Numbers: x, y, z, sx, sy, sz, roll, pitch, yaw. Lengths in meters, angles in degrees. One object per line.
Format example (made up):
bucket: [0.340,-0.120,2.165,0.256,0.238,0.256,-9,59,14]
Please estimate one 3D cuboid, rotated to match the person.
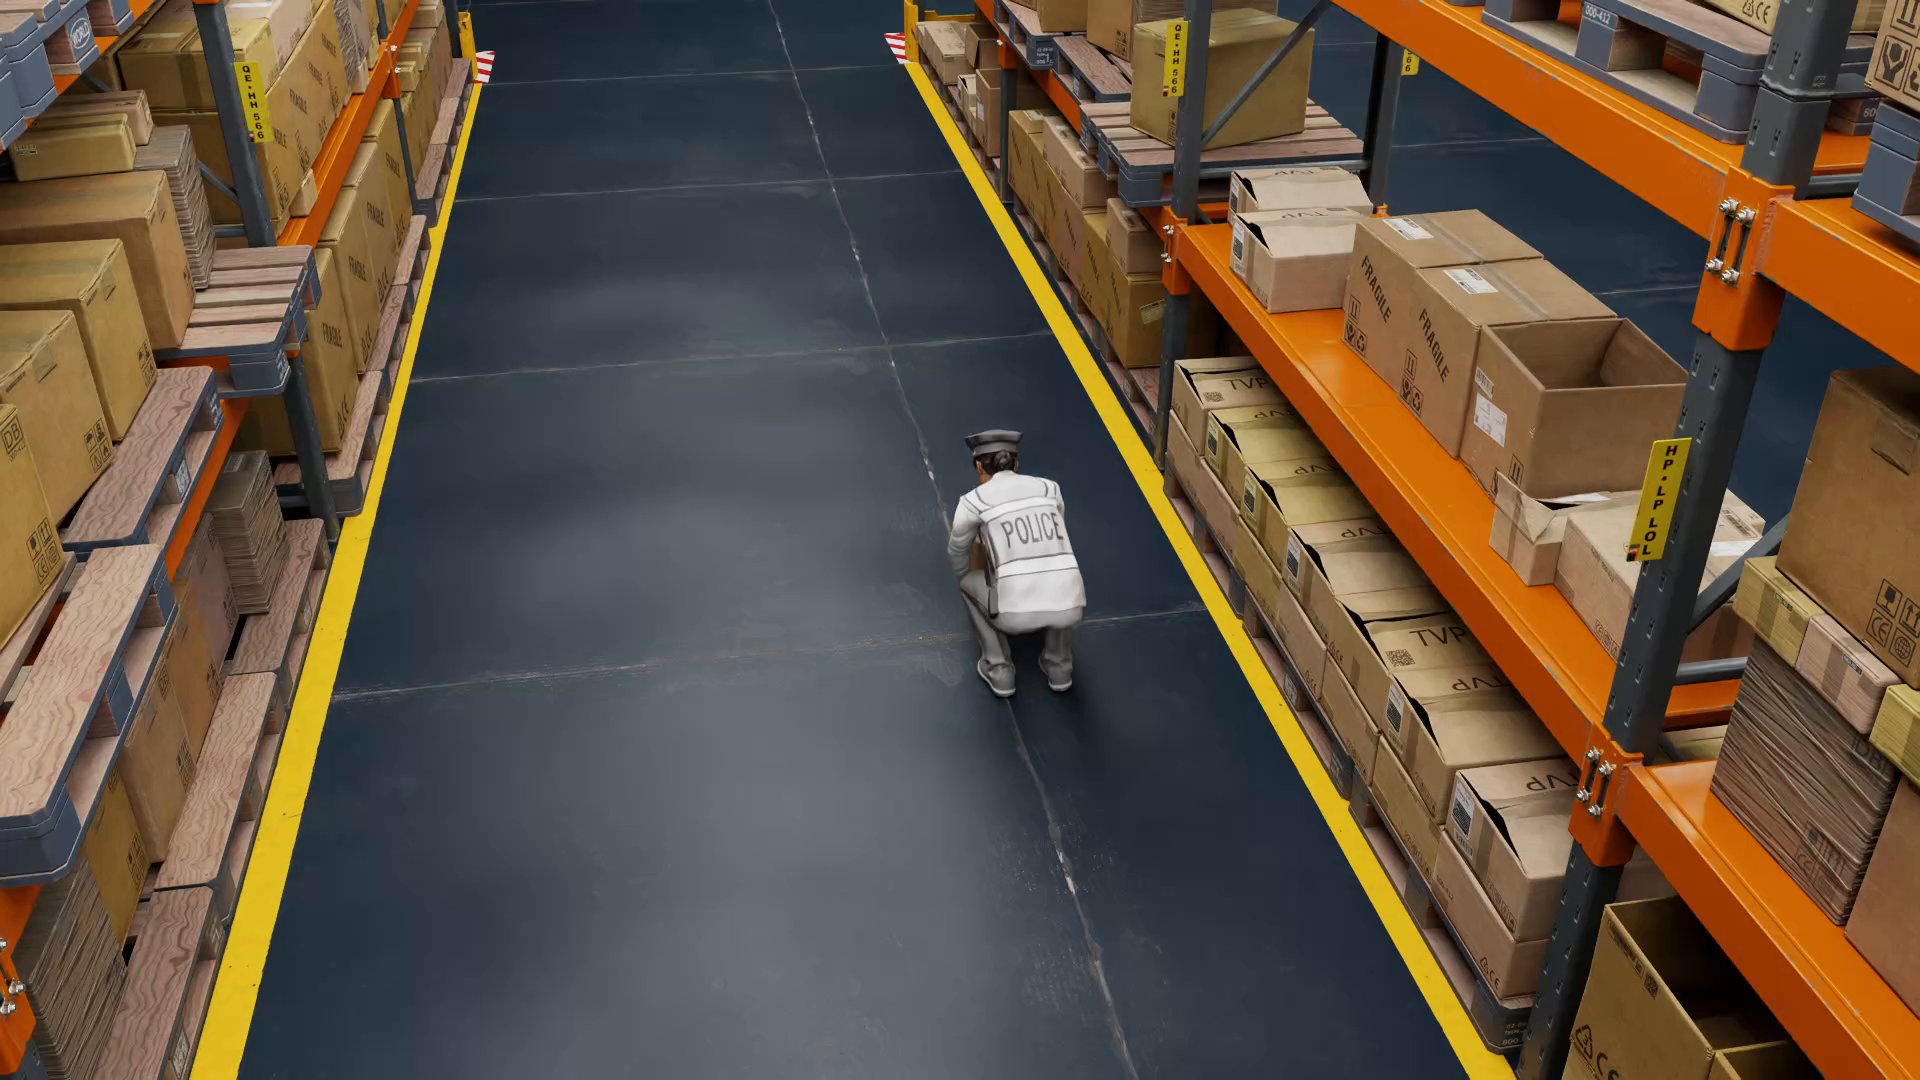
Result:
person: [0.224,0.088,6.666,0.495,0.974,0.828,-5,31,-9]
